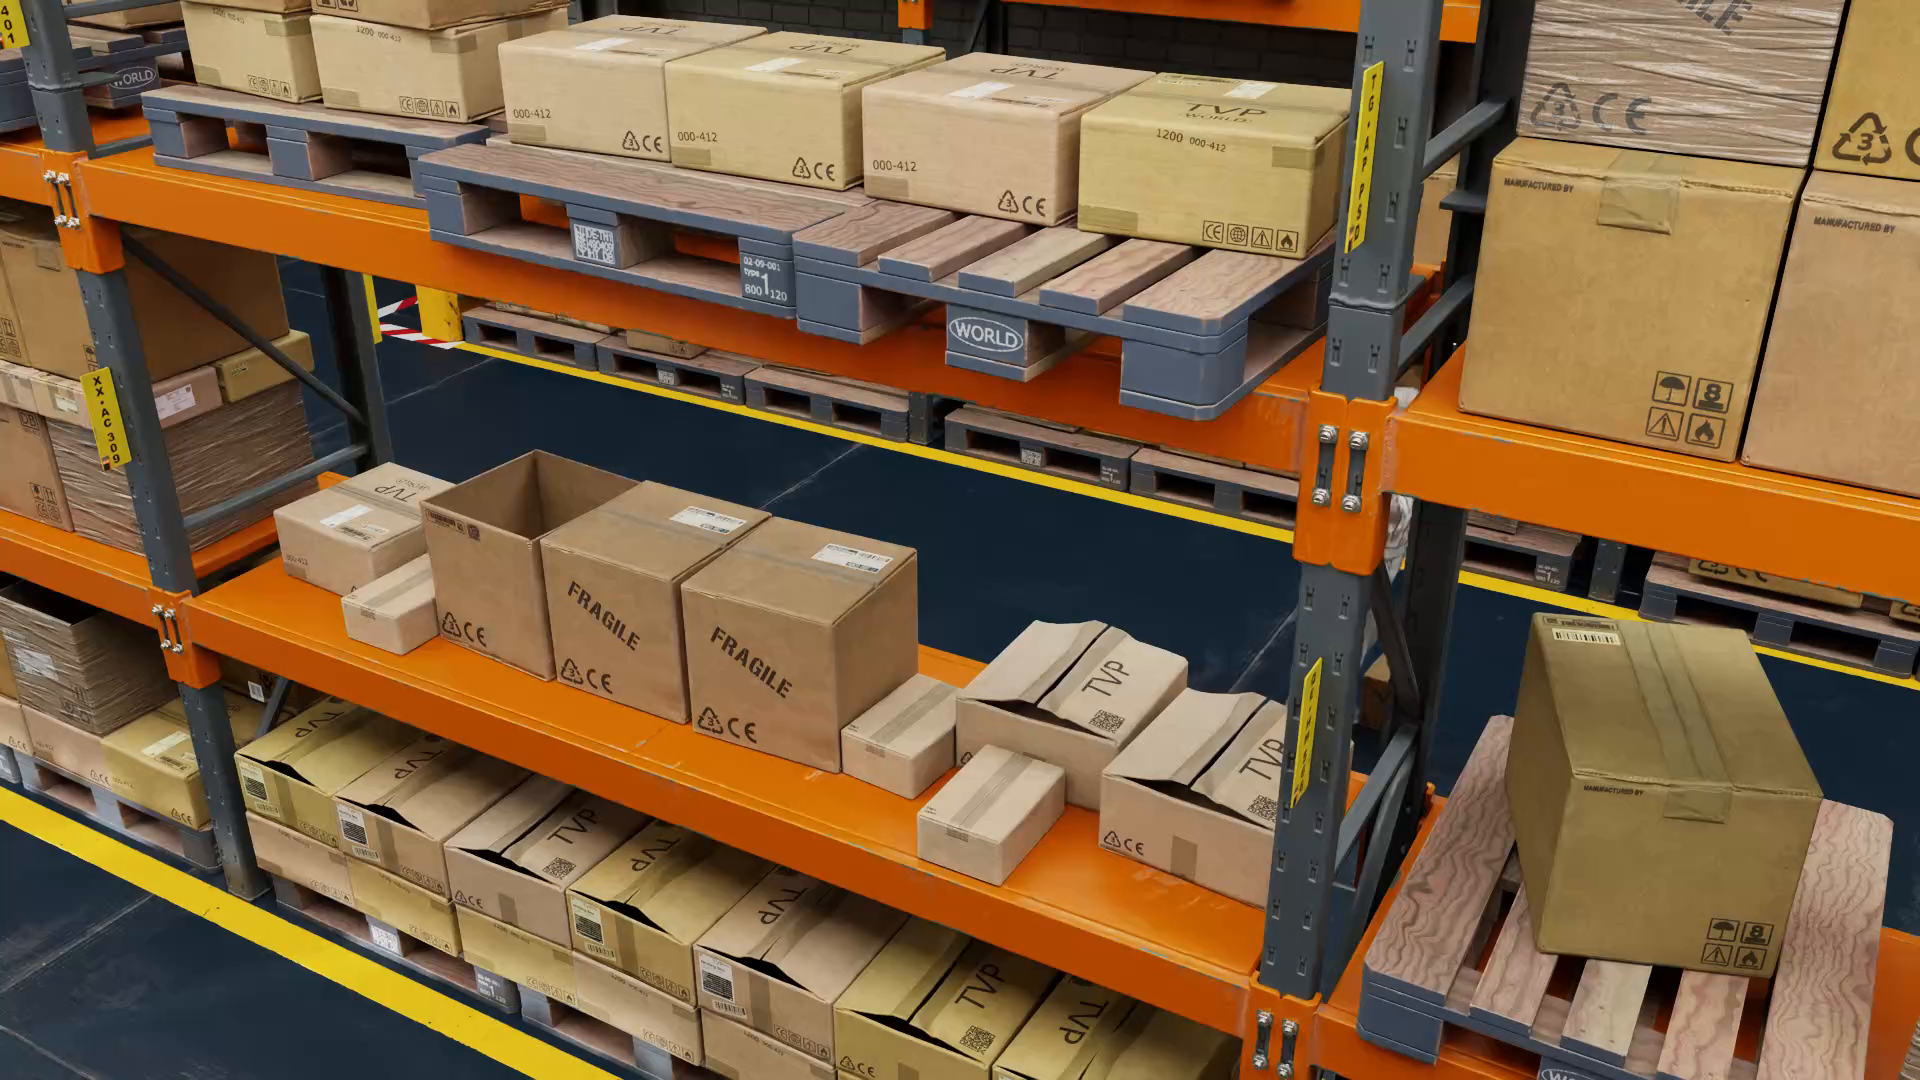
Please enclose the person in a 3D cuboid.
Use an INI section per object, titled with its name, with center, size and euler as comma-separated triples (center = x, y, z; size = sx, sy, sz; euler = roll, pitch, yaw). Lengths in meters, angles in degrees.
[person]
center = 1.675, 0.126, 6.886
size = 0.506, 1.635, 0.606
euler = 14, 30, 25
